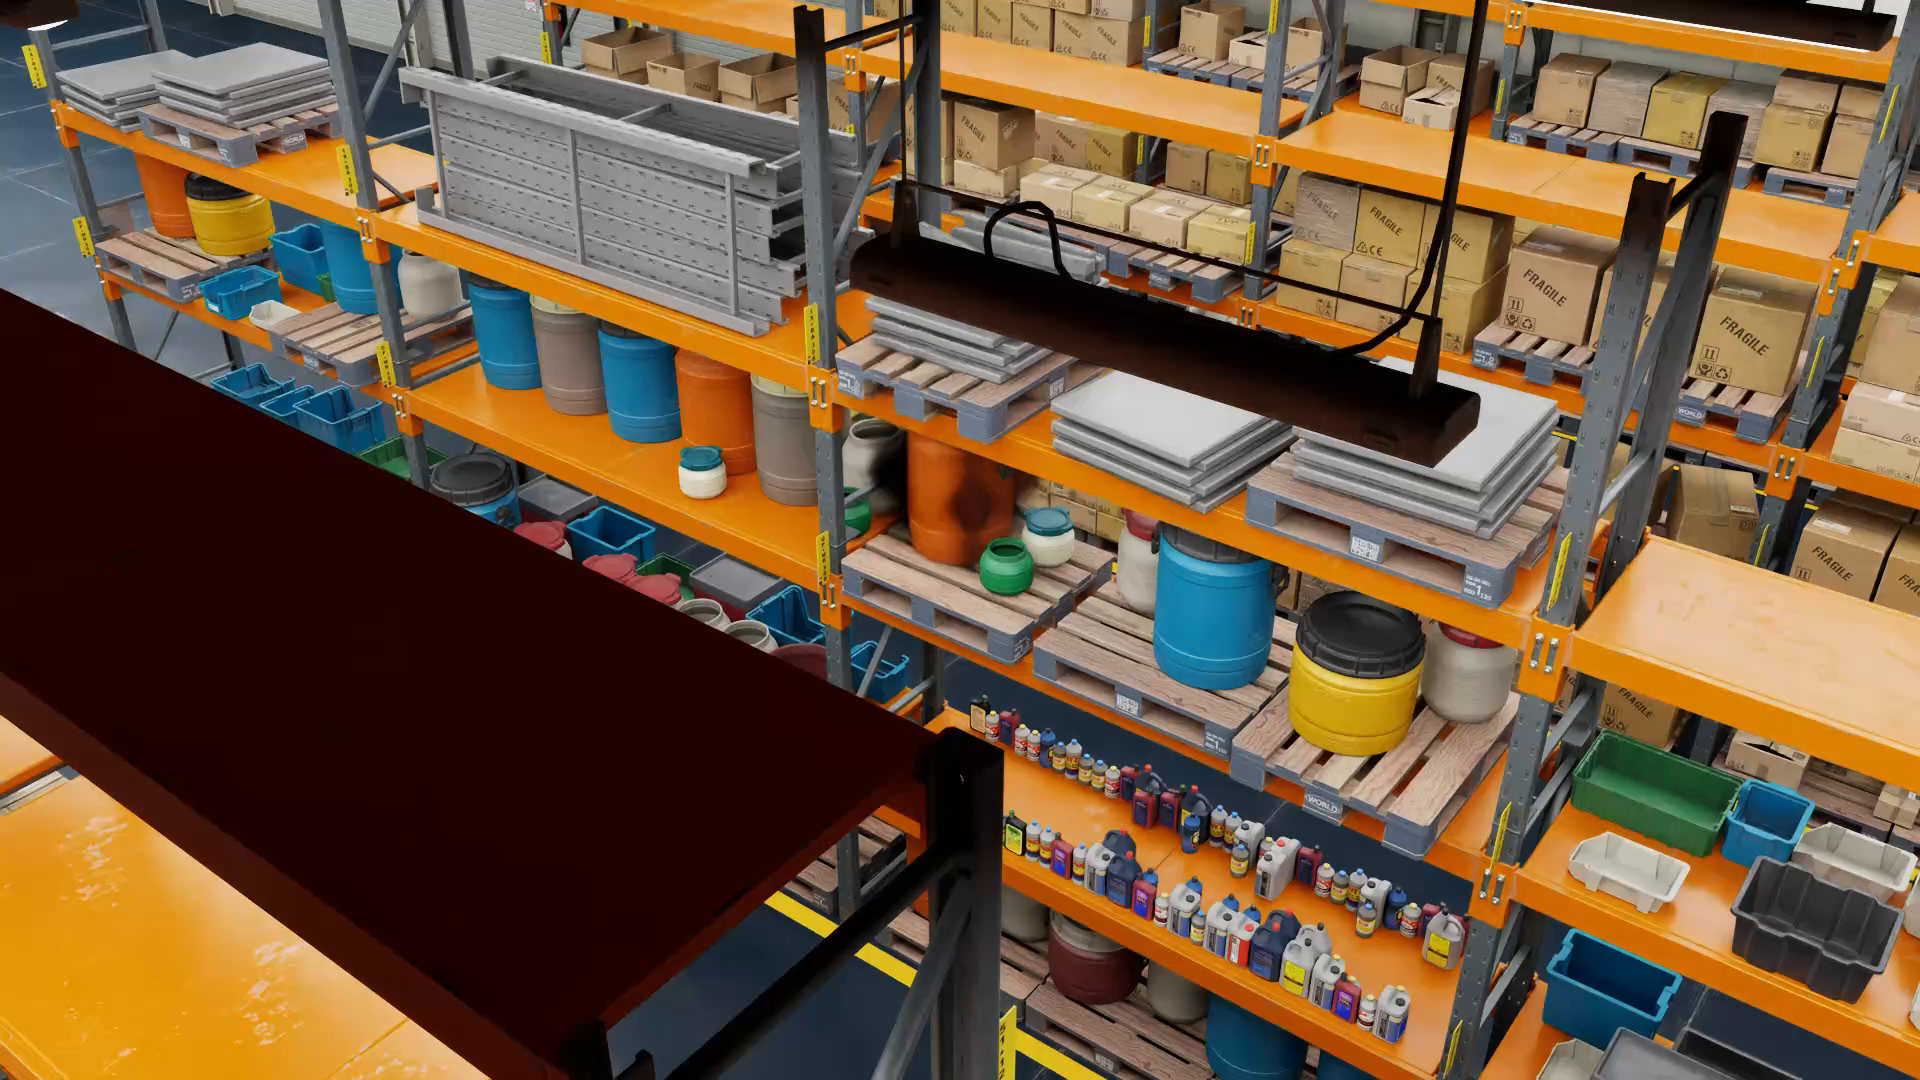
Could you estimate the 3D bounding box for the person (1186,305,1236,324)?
[{"bbox_3d":[2.587,-2.195,17.208,0.682,1.776,0.613,-12,34,-19],"label":"person"}]
